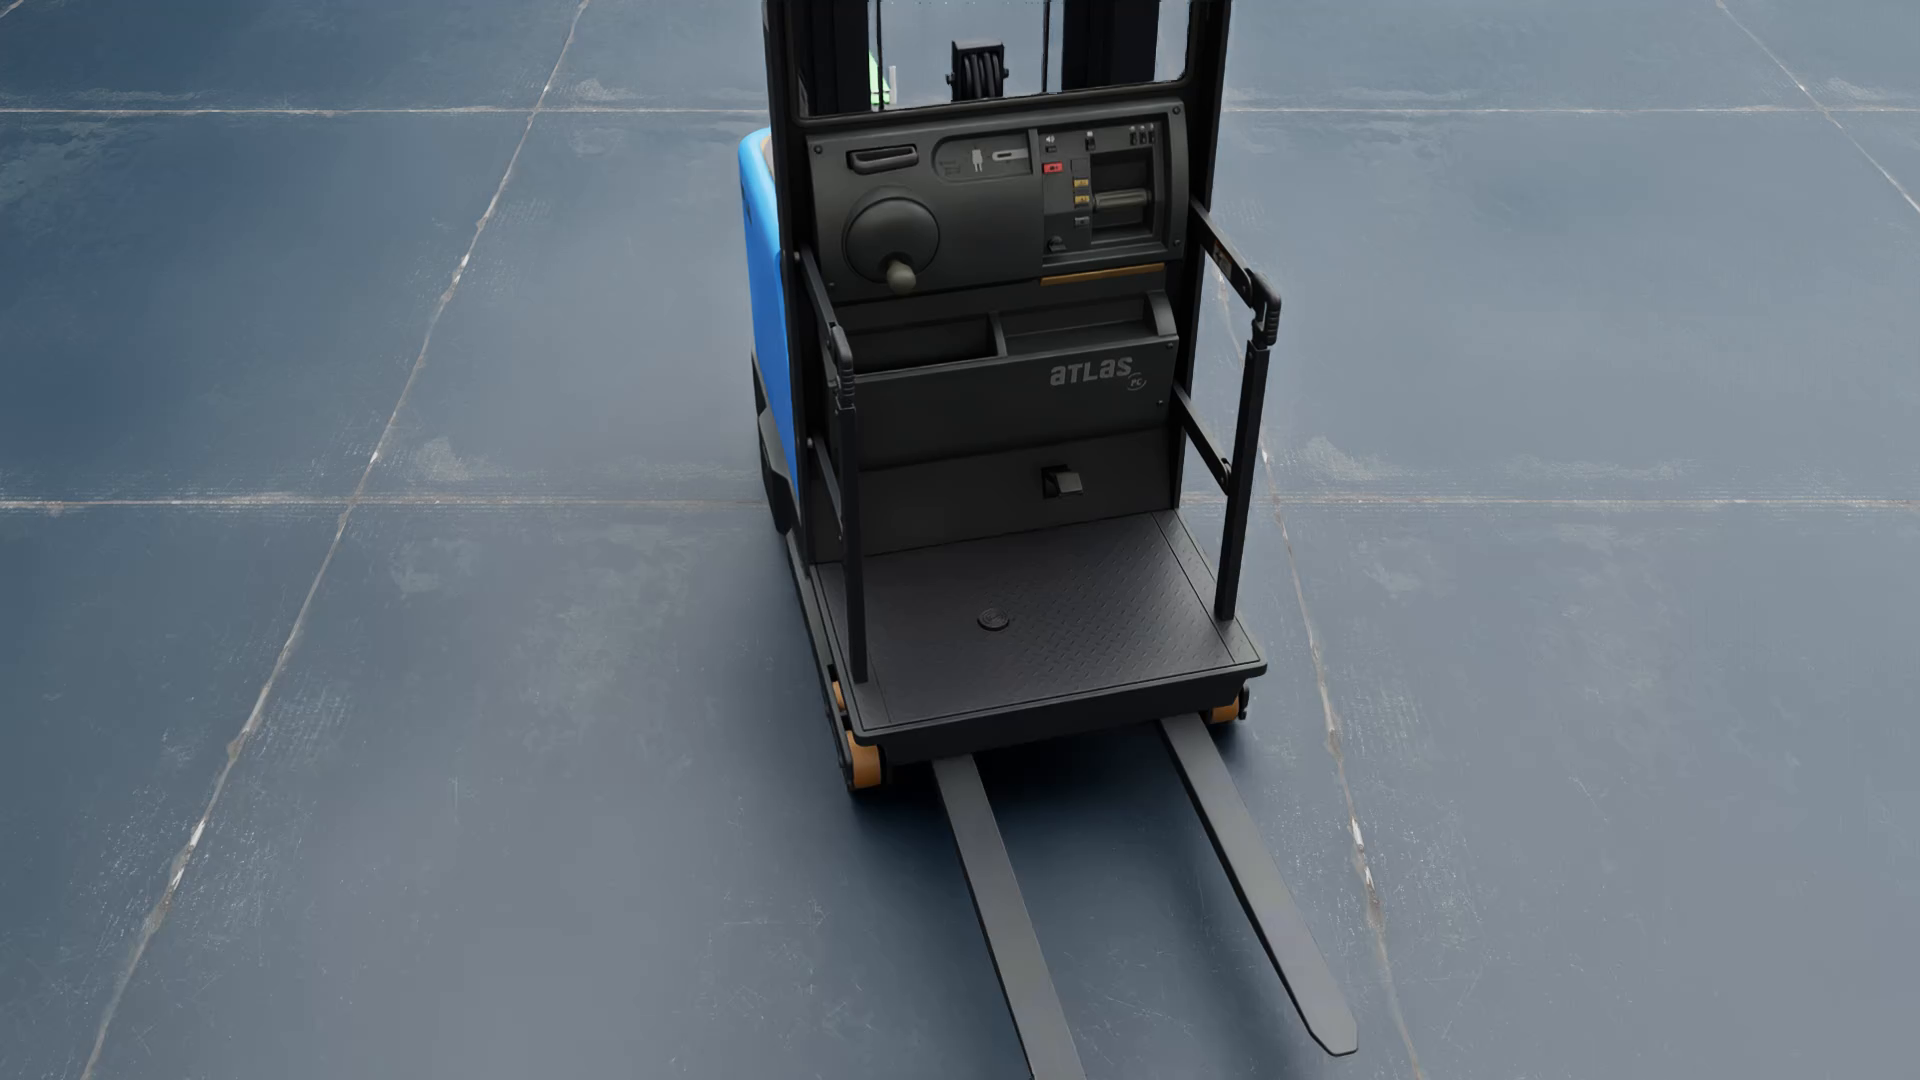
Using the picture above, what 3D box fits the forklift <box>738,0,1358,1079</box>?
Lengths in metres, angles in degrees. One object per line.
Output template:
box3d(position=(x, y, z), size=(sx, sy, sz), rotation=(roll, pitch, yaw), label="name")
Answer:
box3d(position=(0.157, -0.751, 3.844), size=(1.130, 2.935, 3.031), rotation=(-9, 40, -11), label="forklift")

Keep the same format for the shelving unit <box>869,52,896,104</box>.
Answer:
box3d(position=(-0.379, -1.139, 5.712), size=(0.258, 1.200, 0.503), rotation=(-9, 40, -11), label="shelving unit")

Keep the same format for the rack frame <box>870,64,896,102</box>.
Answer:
box3d(position=(-0.319, -0.991, 5.527), size=(0.240, 1.200, 0.015), rotation=(-9, 40, -11), label="rack frame")

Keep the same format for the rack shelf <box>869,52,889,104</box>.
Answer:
box3d(position=(-0.379, -1.464, 5.452), size=(0.258, 0.148, 0.480), rotation=(-9, 40, -11), label="rack shelf")
